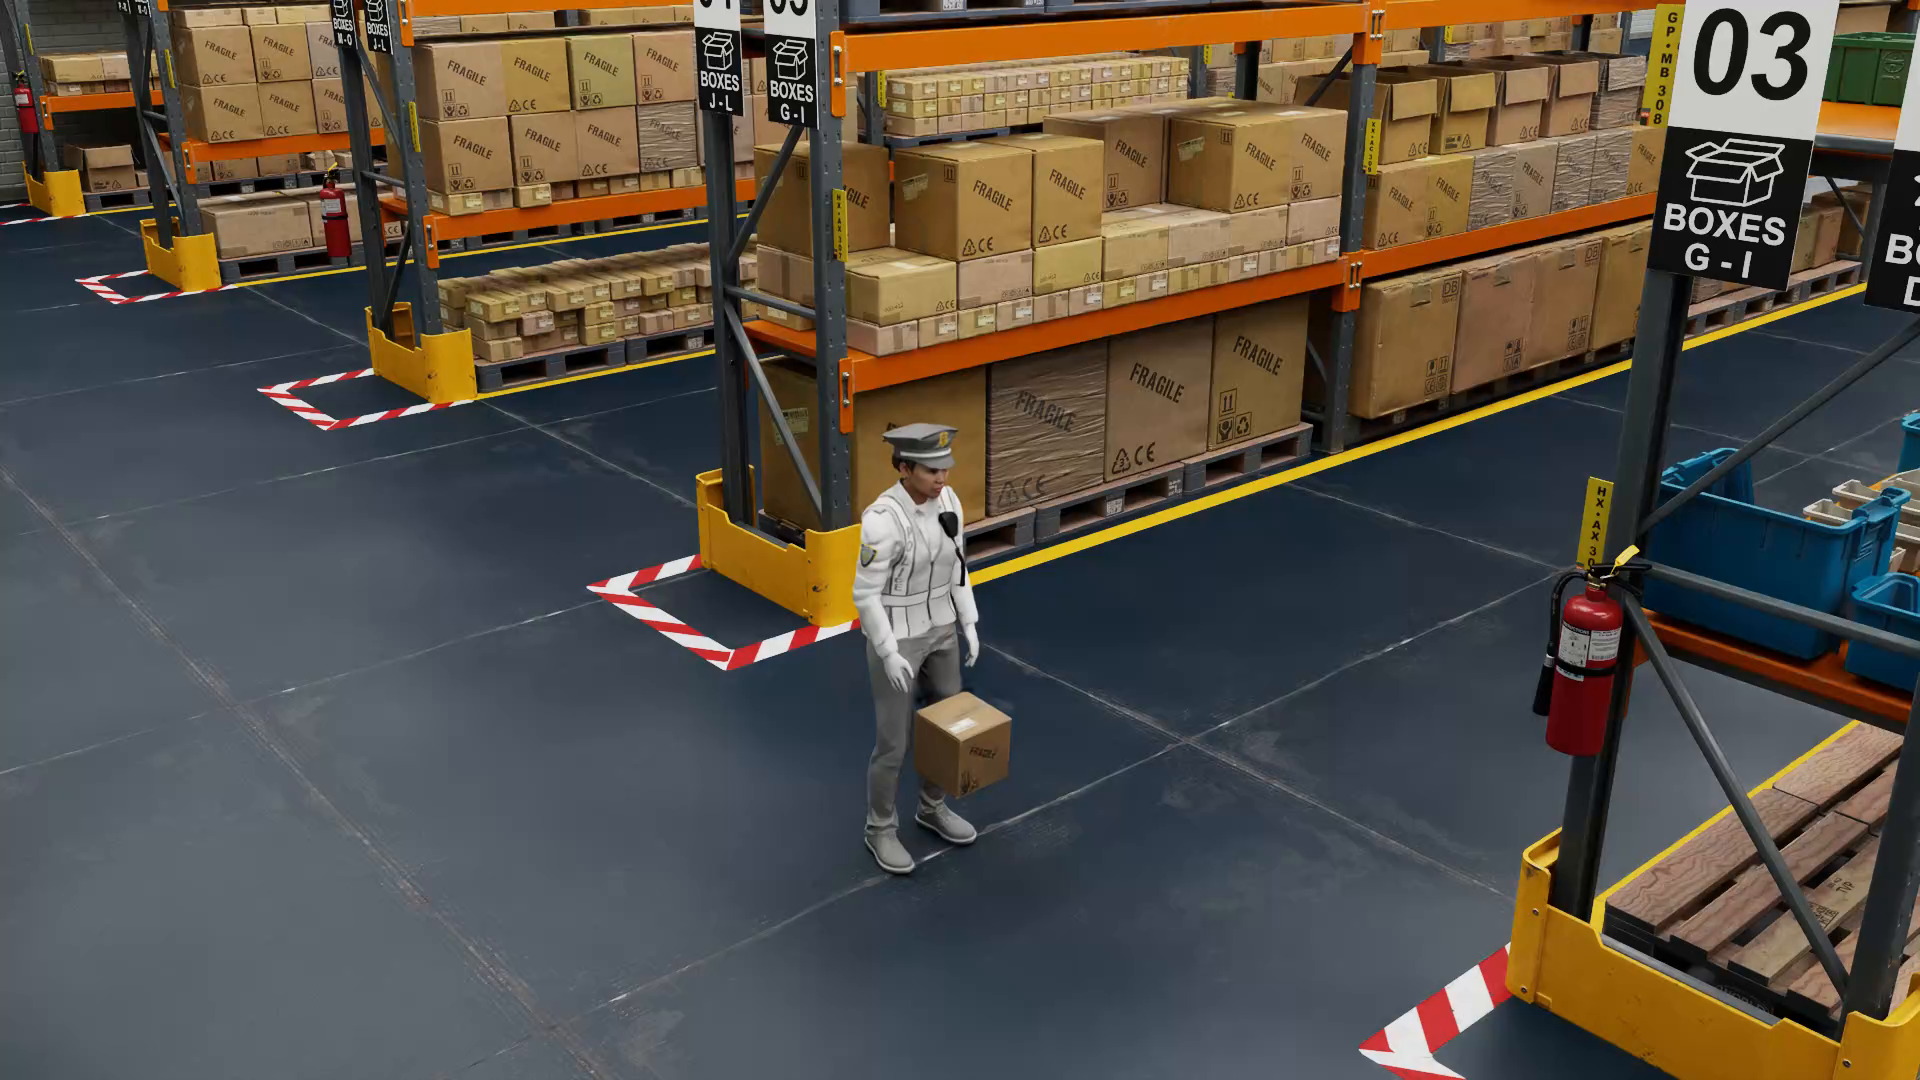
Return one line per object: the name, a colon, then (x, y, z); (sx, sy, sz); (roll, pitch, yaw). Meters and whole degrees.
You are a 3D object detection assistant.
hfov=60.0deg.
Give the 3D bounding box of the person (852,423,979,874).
person: (-0.161, 0.369, 6.111); (0.508, 1.670, 0.360); (-18, 28, -39)
